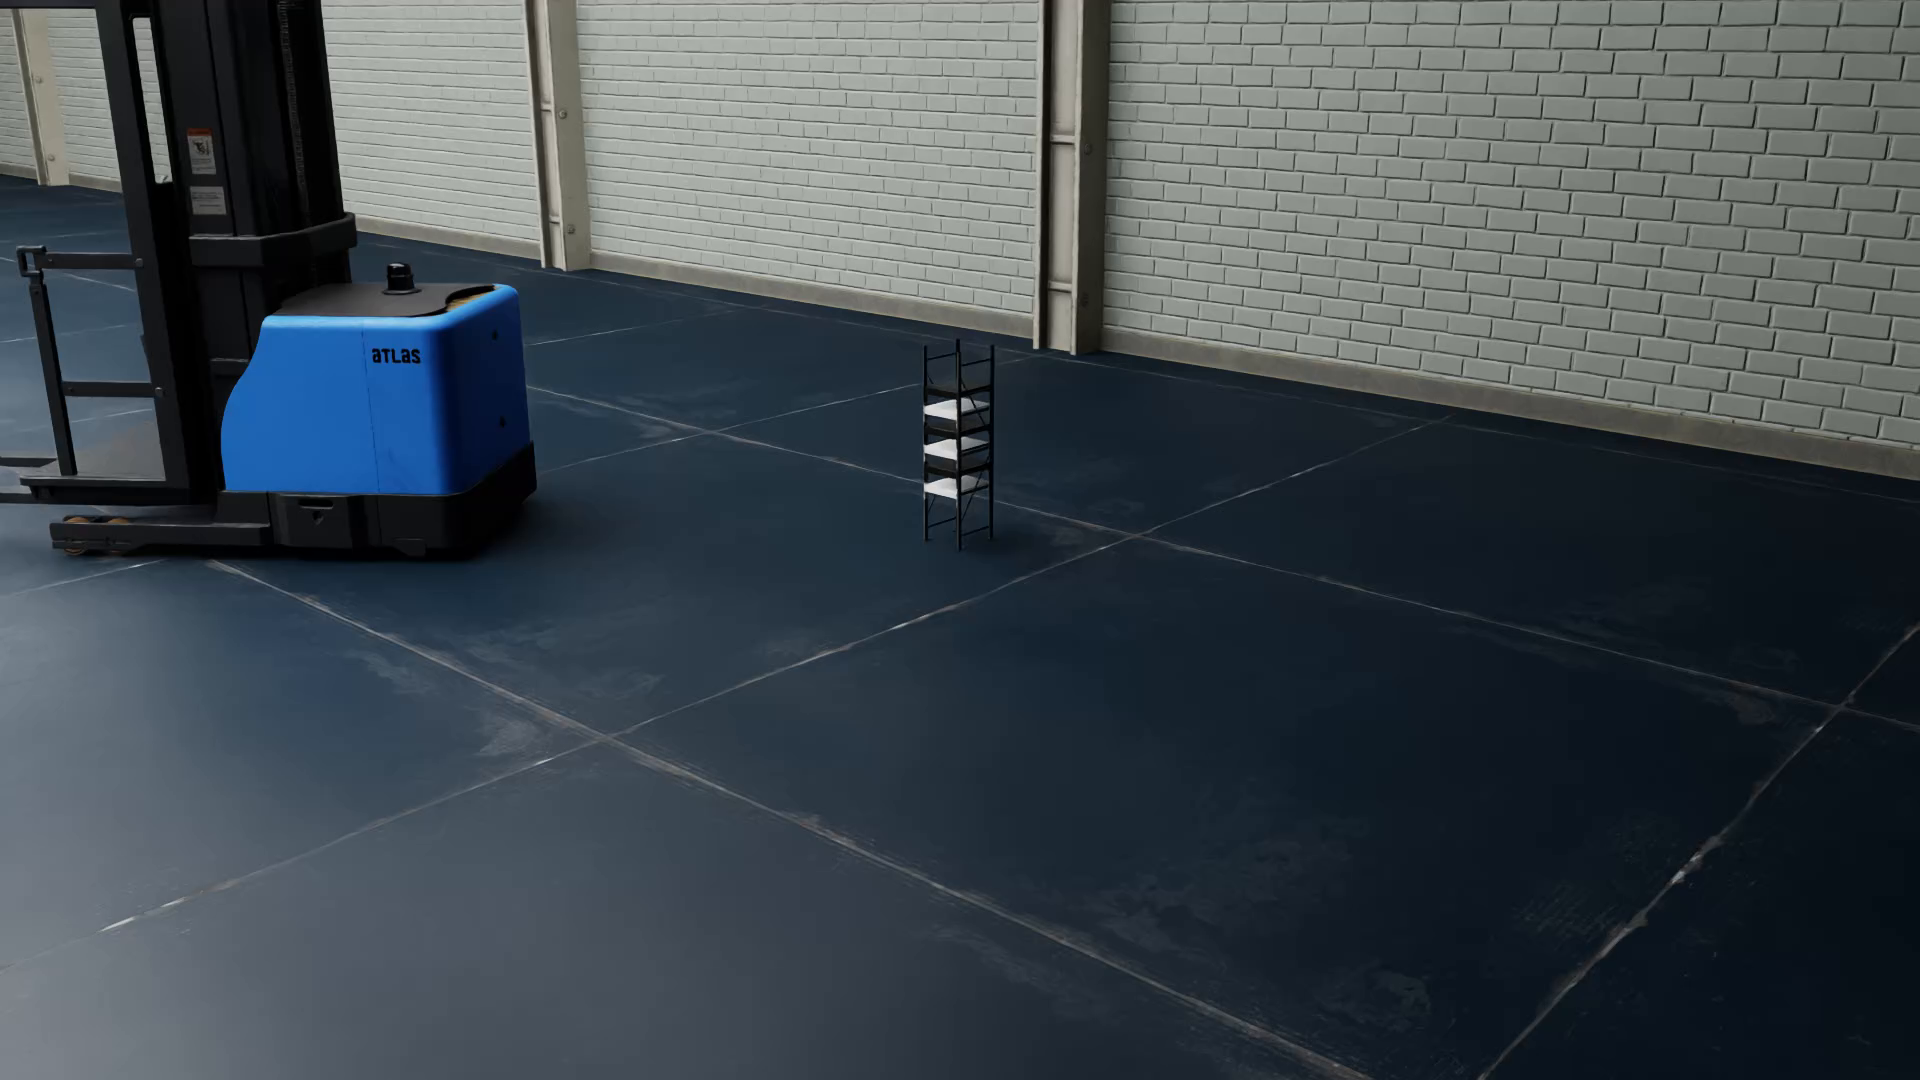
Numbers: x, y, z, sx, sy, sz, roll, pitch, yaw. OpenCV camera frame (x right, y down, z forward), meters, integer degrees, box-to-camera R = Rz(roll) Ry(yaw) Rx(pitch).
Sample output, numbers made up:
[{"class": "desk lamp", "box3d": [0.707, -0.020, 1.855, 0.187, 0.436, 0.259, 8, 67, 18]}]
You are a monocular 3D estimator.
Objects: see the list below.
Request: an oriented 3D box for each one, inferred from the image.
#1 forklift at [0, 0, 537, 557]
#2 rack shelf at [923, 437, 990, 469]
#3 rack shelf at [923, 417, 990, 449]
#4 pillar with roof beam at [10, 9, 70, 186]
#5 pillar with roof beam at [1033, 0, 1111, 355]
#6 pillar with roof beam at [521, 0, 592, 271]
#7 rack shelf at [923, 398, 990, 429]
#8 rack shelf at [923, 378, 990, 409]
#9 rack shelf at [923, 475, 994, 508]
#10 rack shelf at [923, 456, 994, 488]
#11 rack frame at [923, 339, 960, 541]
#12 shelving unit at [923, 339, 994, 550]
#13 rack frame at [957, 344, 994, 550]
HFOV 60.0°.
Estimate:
[{"class": "forklift", "box3d": [-3.619, -1.483, 7.439, 3.031, 2.935, 1.130, 1, 18, 4]}, {"class": "rack shelf", "box3d": [-0.006, -0.399, 7.491, 0.200, 0.077, 0.258, 15, 23, 39]}, {"class": "rack shelf", "box3d": [-0.006, -0.485, 7.464, 0.200, 0.077, 0.258, 15, 23, 39]}, {"class": "pillar with roof beam", "box3d": [-15.549, -8.303, 18.899, 0.400, 9.000, 9.100, 15, 23, 39]}, {"class": "pillar with roof beam", "box3d": [-2.086, -4.689, 7.511, 0.400, 9.000, 9.100, 15, 23, 39]}, {"class": "pillar with roof beam", "box3d": [-6.574, -5.894, 11.307, 0.400, 9.000, 9.100, 15, 23, 39]}, {"class": "rack shelf", "box3d": [-0.006, -0.570, 7.436, 0.200, 0.077, 0.258, 15, 23, 39]}, {"class": "rack shelf", "box3d": [-0.006, -0.656, 7.409, 0.200, 0.077, 0.258, 15, 23, 39]}, {"class": "rack shelf", "box3d": [-0.006, -0.227, 7.545, 0.200, 0.077, 0.258, 15, 23, 39]}, {"class": "rack shelf", "box3d": [-0.006, -0.313, 7.518, 0.200, 0.077, 0.258, 15, 23, 39]}, {"class": "rack frame", "box3d": [-0.082, -0.451, 7.545, 0.006, 0.900, 0.240, 15, 23, 39]}, {"class": "shelving unit", "box3d": [-0.006, -0.431, 7.481, 0.210, 0.900, 0.258, 15, 23, 39]}, {"class": "rack frame", "box3d": [0.070, -0.410, 7.416, 0.006, 0.900, 0.240, 15, 23, 39]}]
